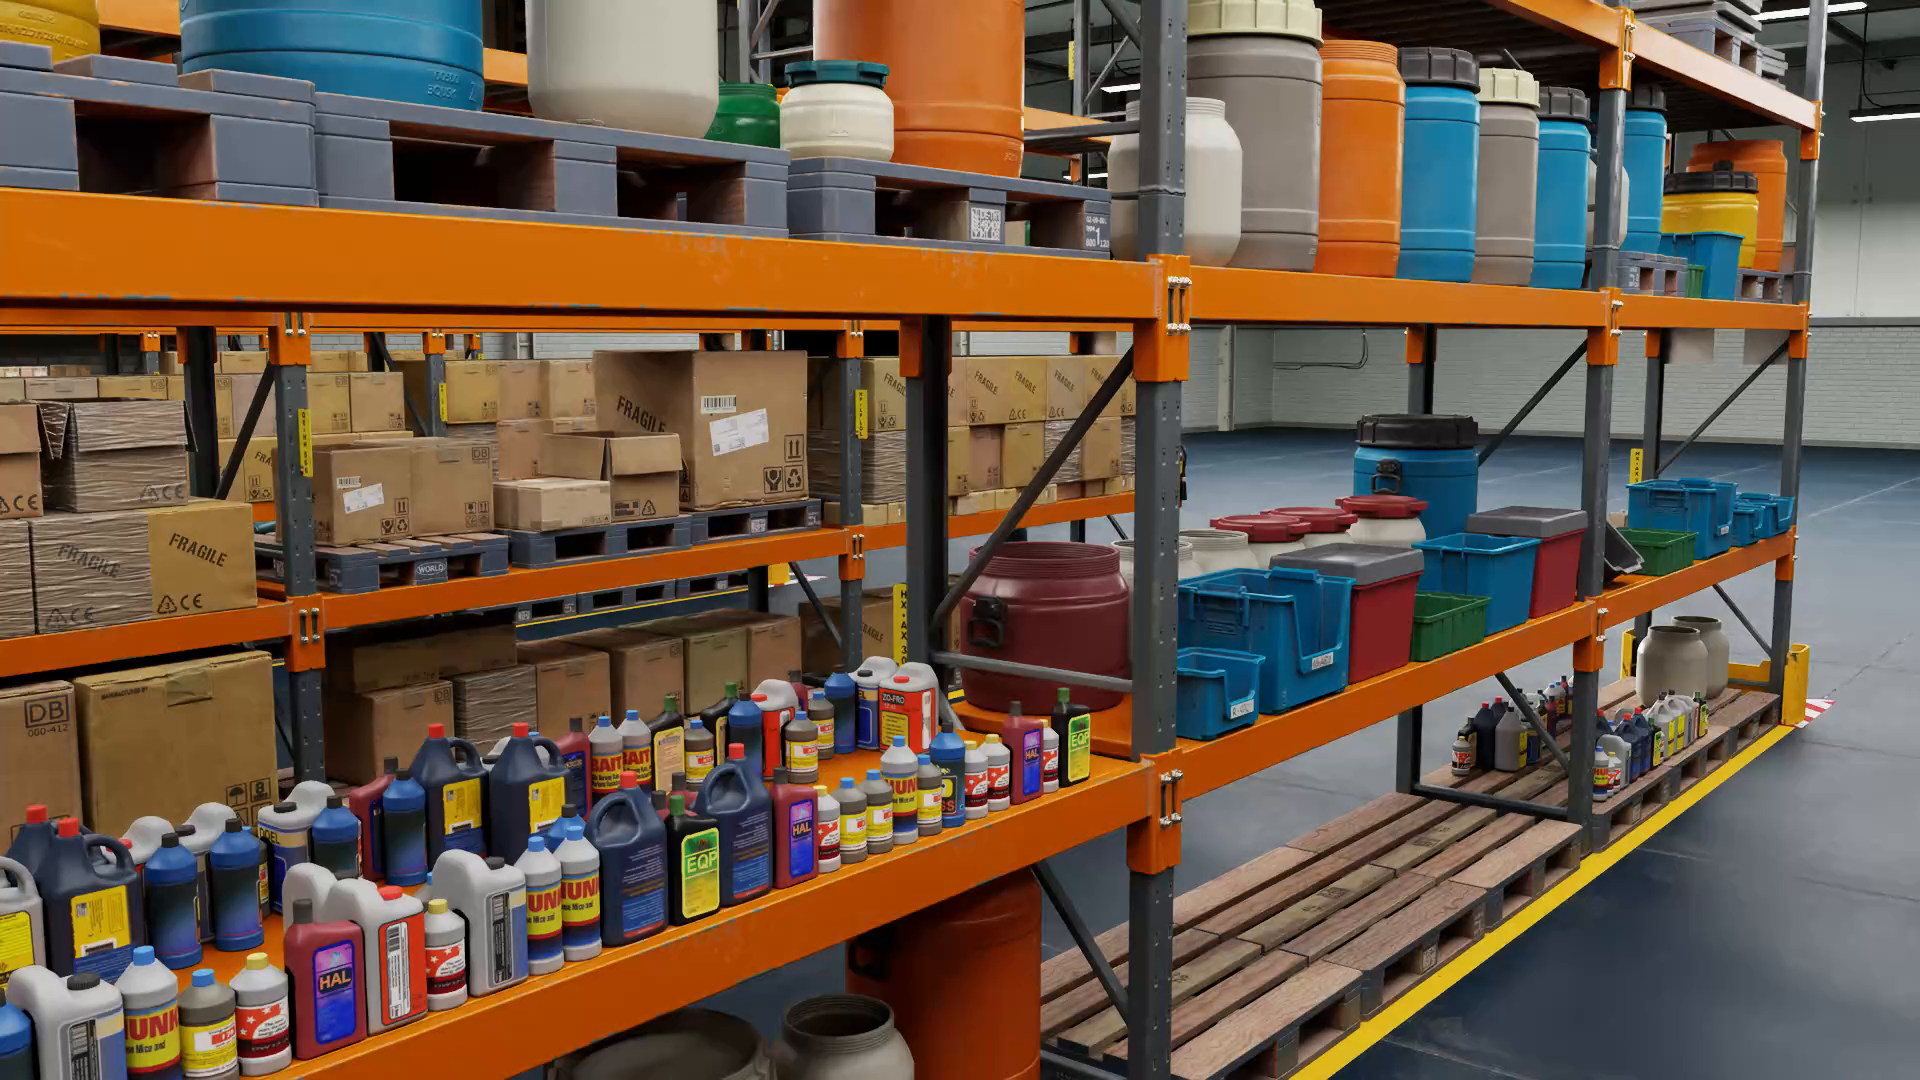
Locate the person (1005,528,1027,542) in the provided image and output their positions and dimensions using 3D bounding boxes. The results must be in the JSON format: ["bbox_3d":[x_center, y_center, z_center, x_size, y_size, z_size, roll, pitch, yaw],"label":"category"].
[{"bbox_3d":[0.533,-0.143,16.074,0.404,1.590,0.494,6,9,39],"label":"person"}]
